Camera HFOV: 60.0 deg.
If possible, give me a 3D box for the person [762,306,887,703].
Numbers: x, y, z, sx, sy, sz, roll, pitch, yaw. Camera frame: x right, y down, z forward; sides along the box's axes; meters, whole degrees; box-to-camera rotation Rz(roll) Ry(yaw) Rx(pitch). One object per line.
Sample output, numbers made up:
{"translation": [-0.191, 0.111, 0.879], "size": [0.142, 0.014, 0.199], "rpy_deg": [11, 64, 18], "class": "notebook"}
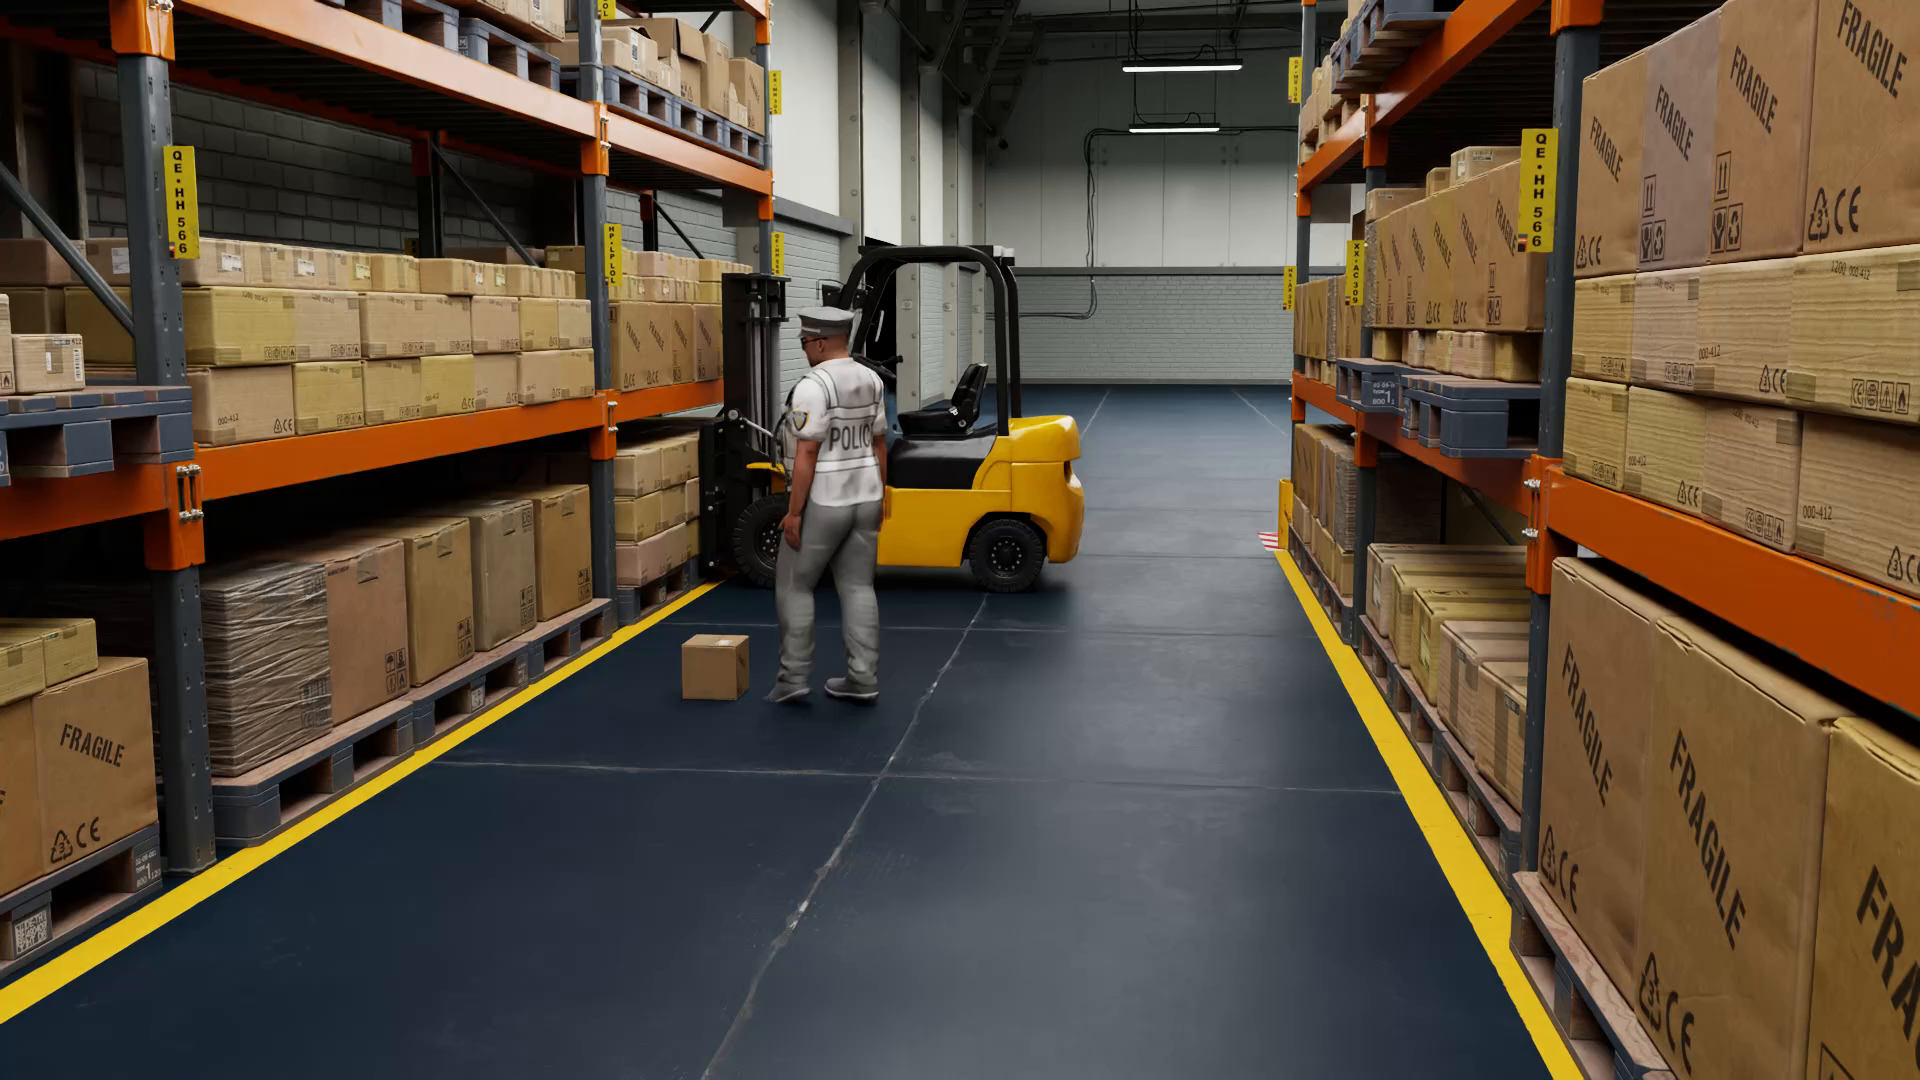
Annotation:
{"translation": [-0.615, -0.122, 7.396], "size": [0.550, 1.820, 0.575], "rpy_deg": [7, 10, 41], "class": "person"}
